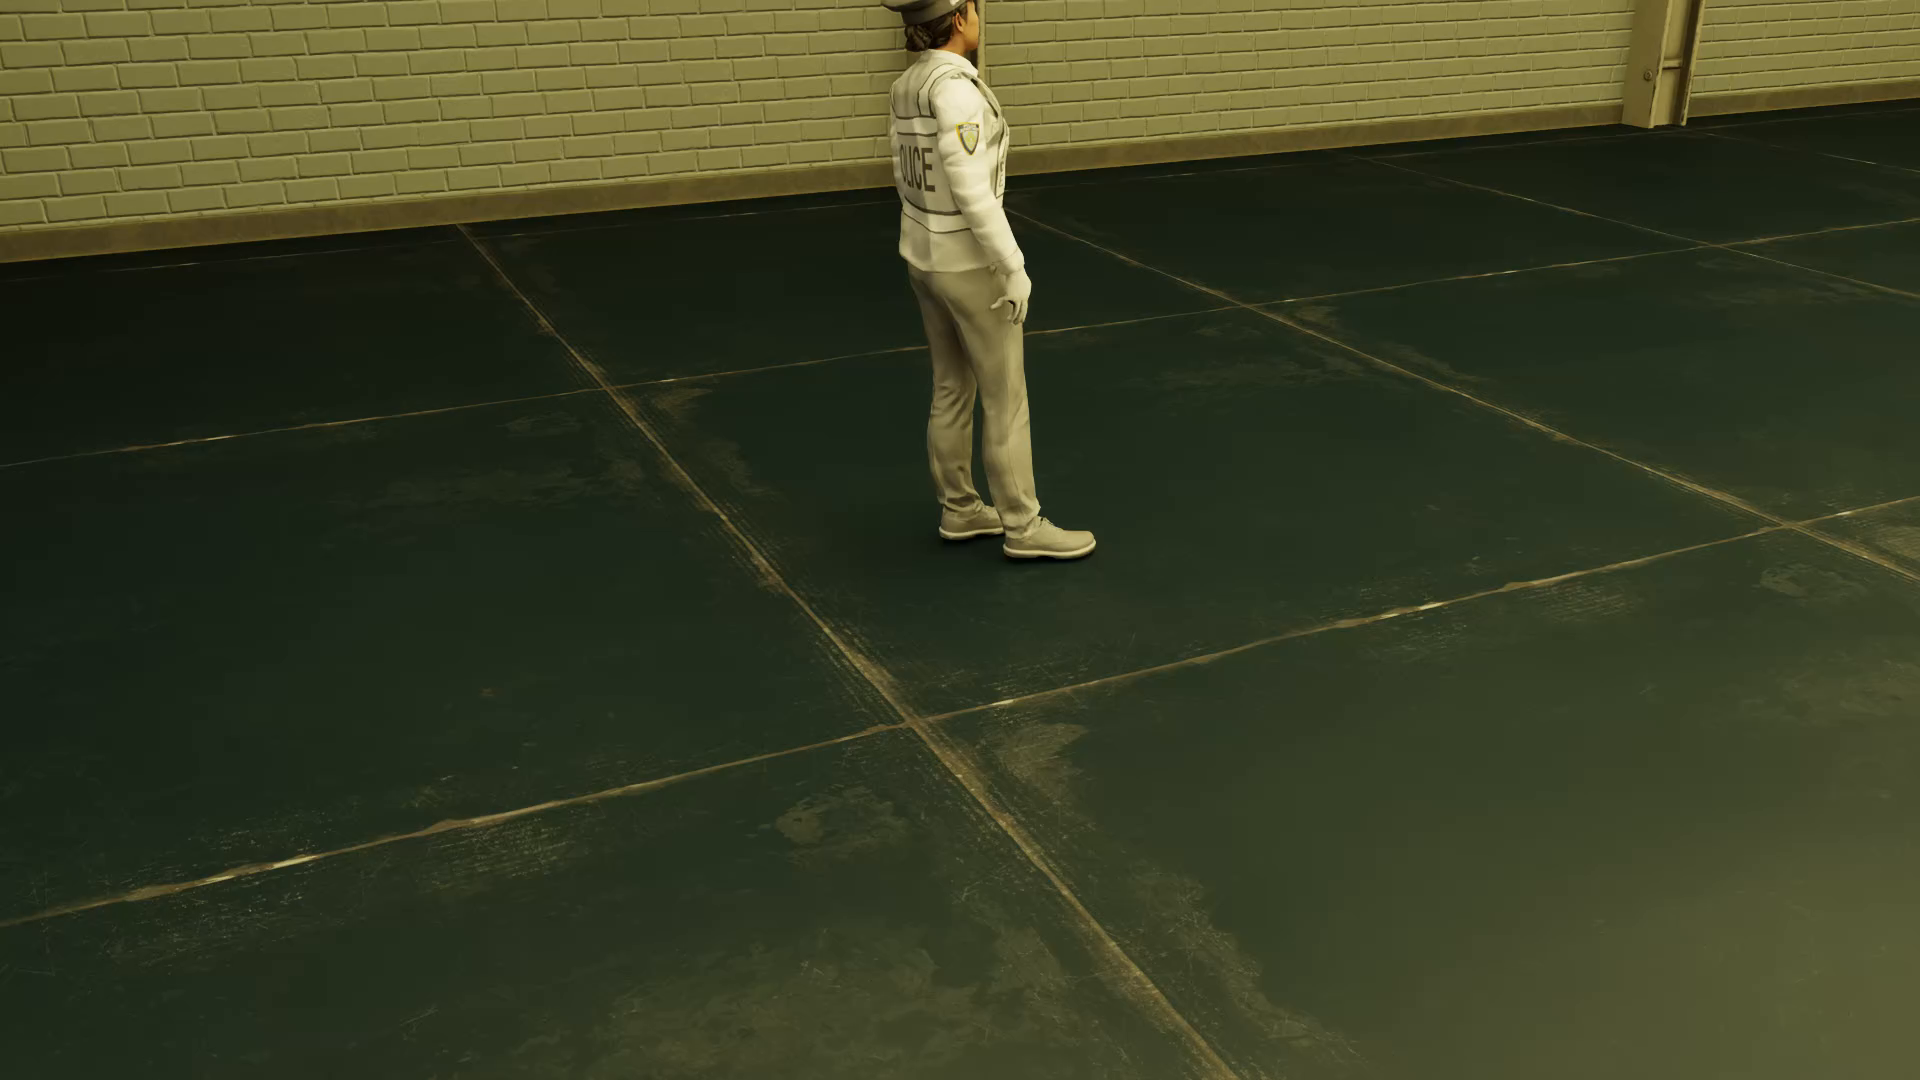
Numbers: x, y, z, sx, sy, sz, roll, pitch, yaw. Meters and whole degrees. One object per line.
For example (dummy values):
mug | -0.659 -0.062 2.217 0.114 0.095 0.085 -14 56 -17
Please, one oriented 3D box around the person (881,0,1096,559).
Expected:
person | 0.065 -0.798 4.800 0.530 1.694 0.587 -10 25 -23
